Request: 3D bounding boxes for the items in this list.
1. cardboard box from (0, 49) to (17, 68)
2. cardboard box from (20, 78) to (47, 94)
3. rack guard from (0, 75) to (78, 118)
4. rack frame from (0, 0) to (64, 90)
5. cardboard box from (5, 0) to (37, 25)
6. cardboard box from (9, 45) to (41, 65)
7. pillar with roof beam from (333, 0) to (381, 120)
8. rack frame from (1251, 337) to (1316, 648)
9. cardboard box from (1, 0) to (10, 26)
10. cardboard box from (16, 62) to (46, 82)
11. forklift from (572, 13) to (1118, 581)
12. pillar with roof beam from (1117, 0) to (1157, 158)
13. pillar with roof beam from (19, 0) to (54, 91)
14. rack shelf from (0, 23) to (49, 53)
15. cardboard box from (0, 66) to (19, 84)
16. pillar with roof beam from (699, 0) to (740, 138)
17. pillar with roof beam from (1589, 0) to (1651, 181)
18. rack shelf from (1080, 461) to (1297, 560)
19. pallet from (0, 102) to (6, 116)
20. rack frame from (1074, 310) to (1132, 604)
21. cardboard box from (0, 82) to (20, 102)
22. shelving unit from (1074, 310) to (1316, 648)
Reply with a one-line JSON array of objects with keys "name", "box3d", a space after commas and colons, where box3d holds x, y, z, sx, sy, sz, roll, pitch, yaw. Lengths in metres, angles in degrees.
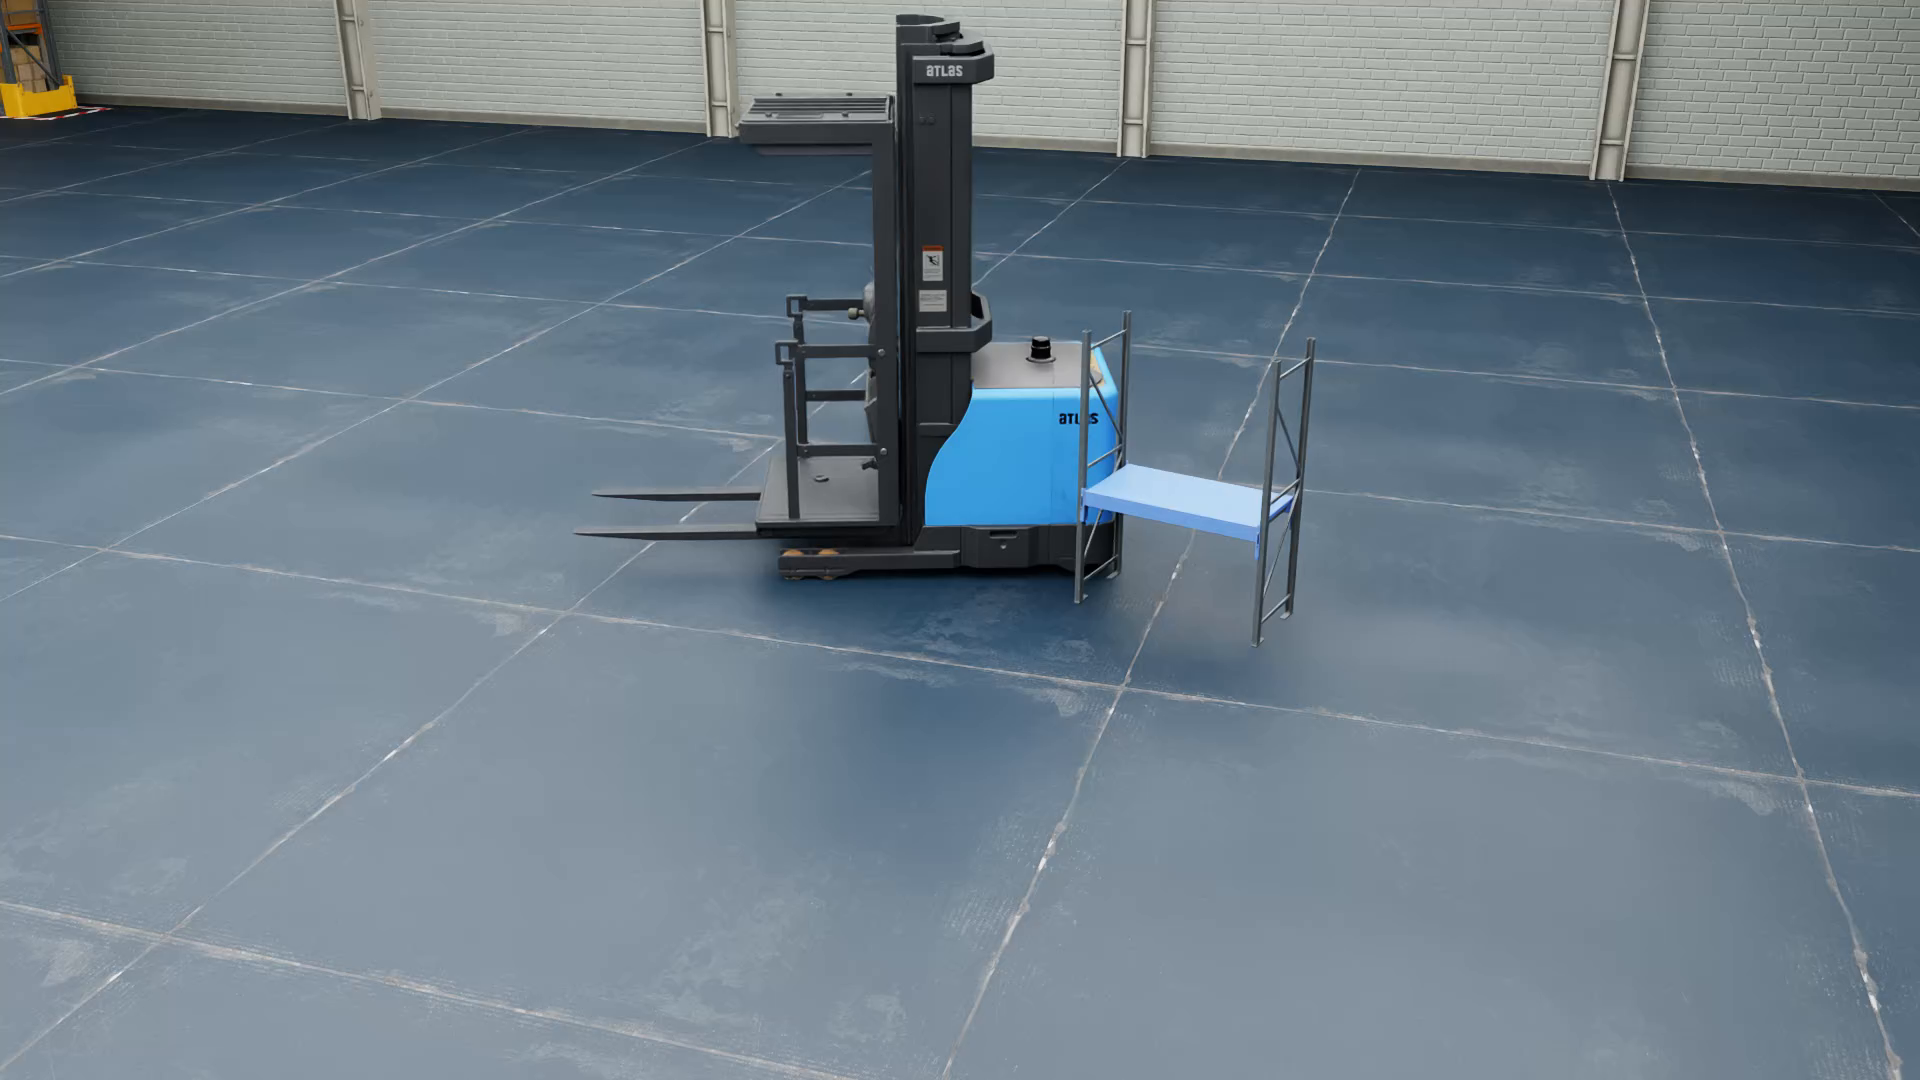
[{"name": "cardboard box", "box3d": [-15.021, -7.460, 25.757, 0.500, 0.250, 0.500, 7, 23, 17]}, {"name": "cardboard box", "box3d": [-14.904, -7.186, 26.405, 0.500, 0.250, 0.500, 7, 23, 16]}, {"name": "rack guard", "box3d": [-14.467, -6.979, 26.126, 0.348, 0.500, 1.175, 7, 23, 16]}, {"name": "rack frame", "box3d": [-14.490, -8.139, 25.658, 0.127, 3.000, 1.000, 7, 23, 16]}, {"name": "cardboard box", "box3d": [-14.884, -8.340, 26.018, 0.500, 0.500, 0.500, 7, 23, 17]}, {"name": "cardboard box", "box3d": [-14.896, -7.645, 26.207, 0.500, 0.250, 0.500, 6, 23, 15]}, {"name": "pillar with roof beam", "box3d": [-10.396, -9.096, 20.088, 0.400, 9.000, 9.100, 7, 23, 16]}, {"name": "rack frame", "box3d": [1.623, -0.231, 8.356, 0.032, 1.500, 0.500, 13, 26, 29]}, {"name": "cardboard box", "box3d": [-15.037, -8.143, 25.538, 0.500, 0.500, 0.500, 6, 23, 14]}, {"name": "cardboard box", "box3d": [-14.880, -7.419, 26.315, 0.500, 0.250, 0.500, 7, 23, 16]}, {"name": "forklift", "box3d": [-0.663, -1.335, 9.164, 3.031, 2.935, 1.130, -1, 22, -2]}, {"name": "pillar with roof beam", "box3d": [1.093, -7.781, 16.881, 0.400, 9.000, 9.100, 7, 23, 16]}, {"name": "pillar with roof beam", "box3d": [-16.140, -9.754, 21.691, 0.400, 9.000, 9.100, 7, 23, 16]}, {"name": "rack shelf", "box3d": [-16.405, -8.025, 26.329, 4.000, 0.370, 1.077, 7, 23, 16]}, {"name": "cardboard box", "box3d": [-15.046, -7.232, 25.859, 0.500, 0.250, 0.500, 6, 23, 15]}, {"name": "pillar with roof beam", "box3d": [-4.651, -8.438, 18.484, 0.400, 9.000, 9.100, 7, 23, 16]}, {"name": "pillar with roof beam", "box3d": [6.837, -7.123, 15.277, 0.400, 9.000, 9.100, 7, 23, 16]}, {"name": "rack shelf", "box3d": [1.192, -0.166, 8.673, 1.000, 0.185, 0.538, 13, 26, 29]}, {"name": "pallet", "box3d": [-15.234, -6.917, 26.355, 1.213, 0.211, 1.003, 7, 23, 16]}, {"name": "rack frame", "box3d": [0.760, -0.435, 8.853, 0.032, 1.500, 0.500, 13, 26, 29]}, {"name": "cardboard box", "box3d": [-15.031, -6.997, 25.946, 0.500, 0.250, 0.500, 7, 23, 16]}, {"name": "shelving unit", "box3d": [1.192, -0.333, 8.605, 1.048, 1.500, 0.538, 13, 26, 29]}]
